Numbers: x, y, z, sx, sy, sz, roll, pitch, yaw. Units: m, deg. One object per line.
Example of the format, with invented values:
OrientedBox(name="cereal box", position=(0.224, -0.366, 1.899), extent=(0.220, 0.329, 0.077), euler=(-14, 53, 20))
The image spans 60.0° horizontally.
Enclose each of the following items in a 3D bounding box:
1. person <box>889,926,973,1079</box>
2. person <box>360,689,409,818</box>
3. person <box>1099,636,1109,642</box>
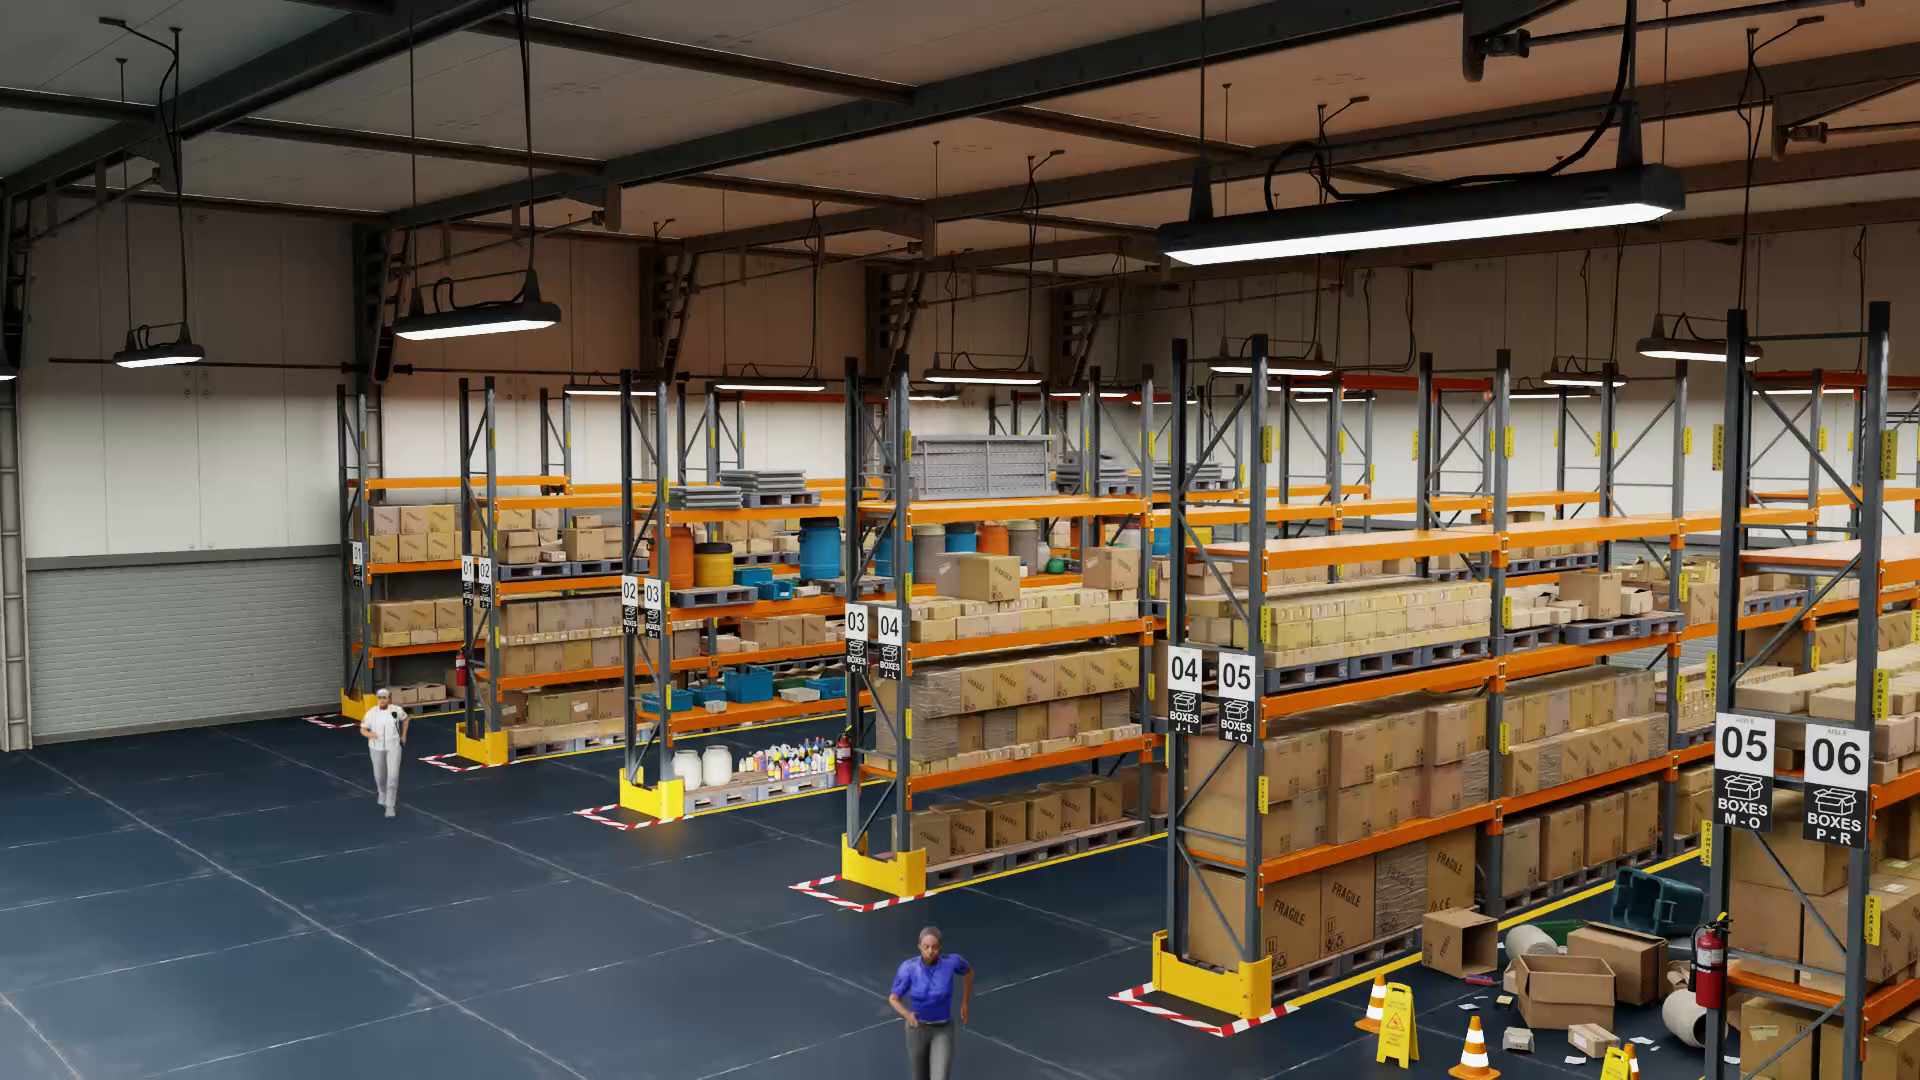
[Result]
OrientedBox(name="person", position=(-0.206, 3.626, 12.035), extent=(0.610, 1.563, 0.948), euler=(0, 4, -2))
OrientedBox(name="person", position=(-7.800, 2.856, 22.557), extent=(0.613, 1.700, 0.892), euler=(-1, 4, -14))
OrientedBox(name="person", position=(2.740, 1.960, 31.998), extent=(0.611, 1.669, 0.557), euler=(-3, 5, -40))
